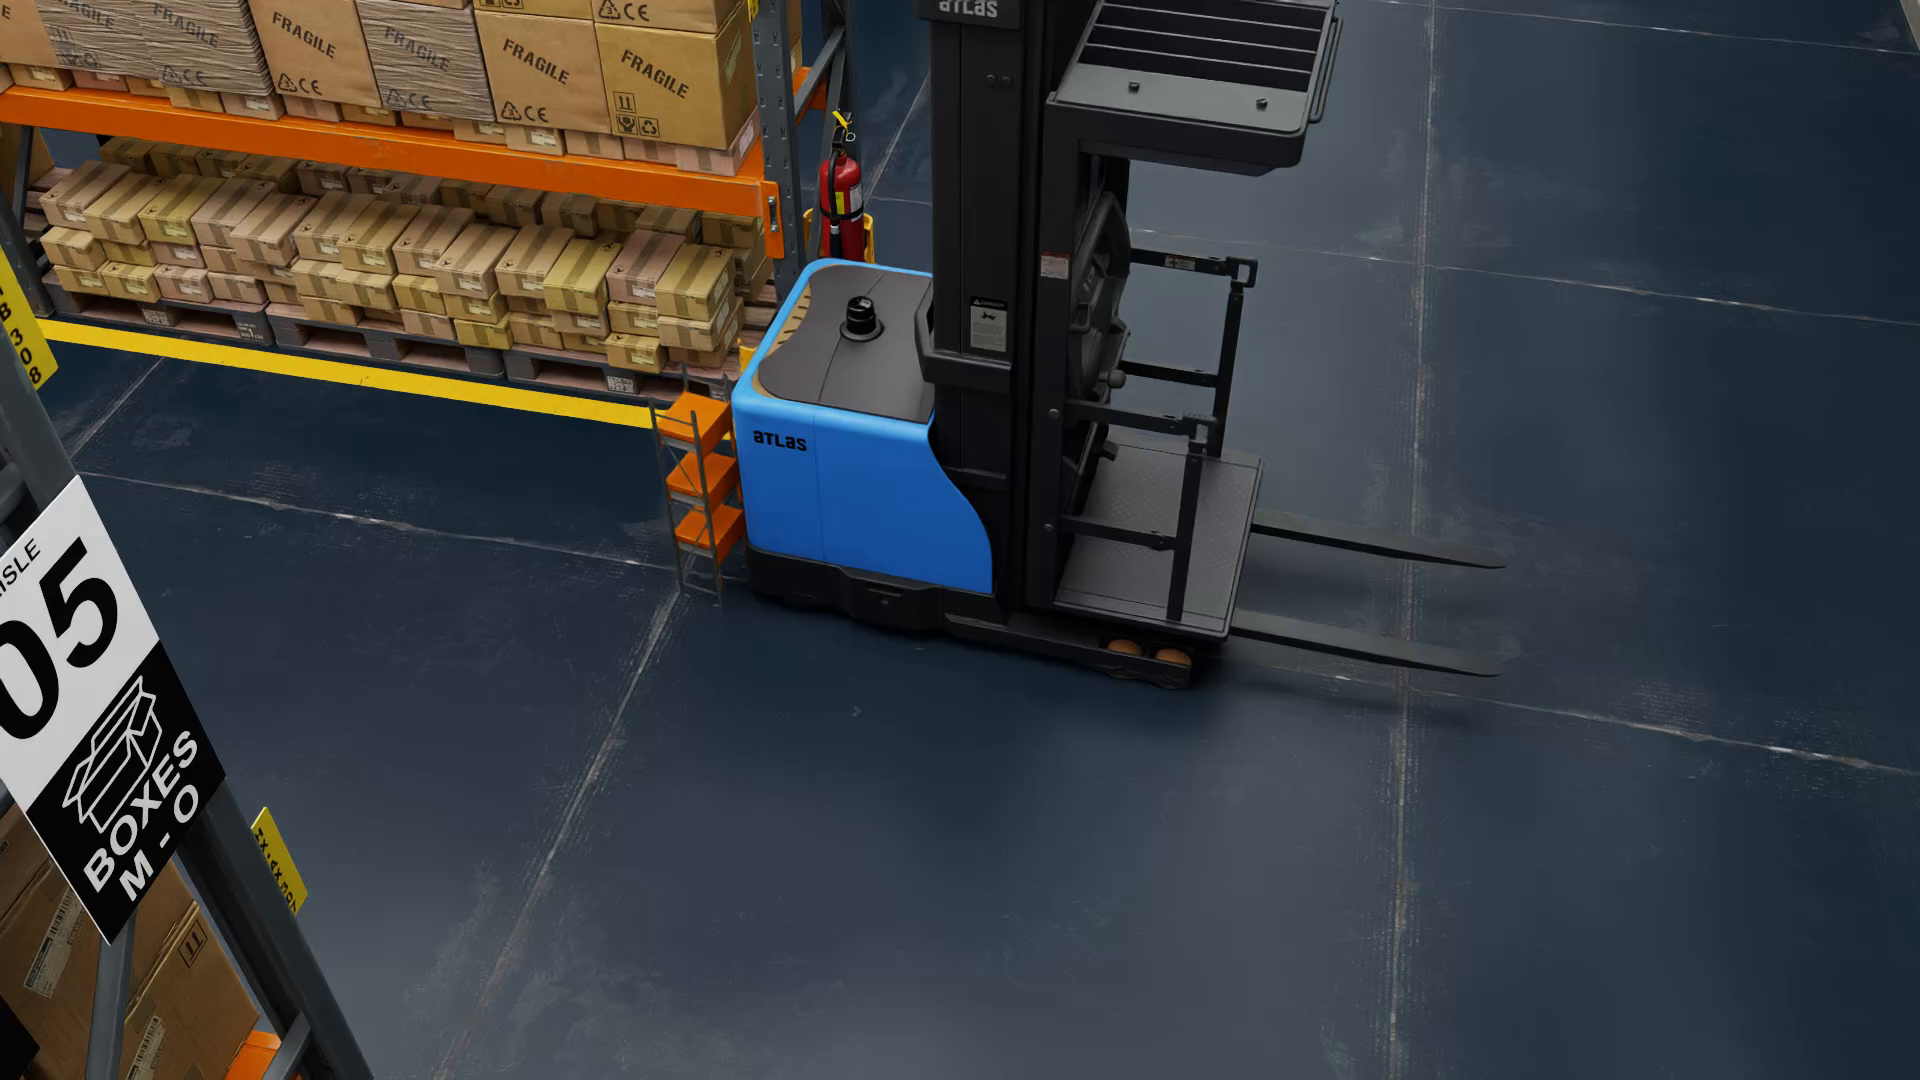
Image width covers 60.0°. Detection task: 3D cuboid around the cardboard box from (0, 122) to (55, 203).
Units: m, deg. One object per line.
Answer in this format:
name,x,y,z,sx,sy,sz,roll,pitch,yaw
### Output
cardboard box,-5.201,-2.080,8.708,0.500,0.500,0.500,10,45,11

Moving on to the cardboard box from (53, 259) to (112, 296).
cardboard box,-4.253,-1.390,8.244,0.250,0.149,0.380,7,44,7

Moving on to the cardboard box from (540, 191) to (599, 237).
cardboard box,-1.845,-1.647,8.082,0.250,0.149,0.380,7,44,7

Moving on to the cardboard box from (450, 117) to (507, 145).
cardboard box,-2.002,-1.873,7.174,0.250,0.149,0.380,7,44,7

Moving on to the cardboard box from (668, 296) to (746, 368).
cardboard box,-1.194,-0.995,7.834,0.250,0.149,0.380,10,45,10

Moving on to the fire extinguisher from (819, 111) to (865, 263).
fire extinguisher,-0.489,-1.420,6.847,0.183,0.674,0.296,9,45,9

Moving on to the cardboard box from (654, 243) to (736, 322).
cardboard box,-1.206,-1.179,7.596,0.250,0.149,0.380,9,45,10

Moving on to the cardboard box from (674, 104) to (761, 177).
cardboard box,-1.014,-1.700,6.994,0.250,0.149,0.380,9,45,9

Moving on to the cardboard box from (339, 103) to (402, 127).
cardboard box,-2.515,-1.984,7.289,0.250,0.149,0.380,10,45,10

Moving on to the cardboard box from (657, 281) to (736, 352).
cardboard box,-1.212,-1.050,7.677,0.250,0.149,0.380,8,44,8

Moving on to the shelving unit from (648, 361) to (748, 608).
shelving unit,-1.029,-0.203,6.662,0.215,1.050,0.252,16,46,17

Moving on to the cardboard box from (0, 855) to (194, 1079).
cardboard box,-2.023,0.771,3.453,0.500,0.500,0.500,8,44,8

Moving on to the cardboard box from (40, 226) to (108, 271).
cardboard box,-4.254,-1.498,8.142,0.250,0.149,0.380,11,45,11

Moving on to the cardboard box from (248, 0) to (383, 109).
cardboard box,-2.612,-2.204,7.050,0.500,0.500,0.500,11,45,11

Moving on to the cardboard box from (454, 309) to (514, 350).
cardboard box,-2.212,-1.088,7.931,0.250,0.149,0.380,7,44,7

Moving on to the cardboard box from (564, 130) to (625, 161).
cardboard box,-1.497,-1.791,7.089,0.250,0.149,0.380,8,45,9

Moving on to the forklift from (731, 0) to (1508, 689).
forklift,0.695,-0.877,6.008,3.031,2.935,1.130,11,45,11

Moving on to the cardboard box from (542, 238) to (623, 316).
cardboard box,-1.720,-1.210,7.628,0.250,0.149,0.380,8,44,8

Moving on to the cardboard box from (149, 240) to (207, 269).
cardboard box,-3.742,-1.508,8.152,0.250,0.149,0.380,9,45,9

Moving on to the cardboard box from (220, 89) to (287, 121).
cardboard box,-3.037,-2.017,7.323,0.250,0.149,0.380,11,45,11

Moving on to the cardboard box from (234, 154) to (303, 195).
cardboard box,-3.395,-1.862,8.305,0.250,0.149,0.380,10,45,10

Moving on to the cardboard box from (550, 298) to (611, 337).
cardboard box,-1.719,-1.128,7.757,0.250,0.149,0.380,7,44,7

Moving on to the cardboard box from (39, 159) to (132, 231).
cardboard box,-4.247,-1.684,8.121,0.250,0.149,0.380,11,45,11

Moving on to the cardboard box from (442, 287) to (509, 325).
cardboard box,-2.227,-1.198,7.830,0.250,0.149,0.380,9,45,10

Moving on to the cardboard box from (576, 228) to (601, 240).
cardboard box,-1.829,-1.586,8.233,0.250,0.149,0.380,10,45,10

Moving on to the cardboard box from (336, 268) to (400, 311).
cardboard box,-2.748,-1.272,7.907,0.250,0.149,0.380,9,45,9

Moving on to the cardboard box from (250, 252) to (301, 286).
cardboard box,-3.216,-1.407,8.048,0.250,0.149,0.380,11,45,11

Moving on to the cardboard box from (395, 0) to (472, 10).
cardboard box,-2.139,-2.486,6.622,0.500,0.500,0.500,11,45,11

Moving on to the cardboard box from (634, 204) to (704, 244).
cardboard box,-1.367,-1.540,7.971,0.250,0.149,0.380,10,45,10

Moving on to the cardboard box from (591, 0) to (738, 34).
cardboard box,-1.135,-2.337,6.467,0.500,0.500,0.500,8,44,8

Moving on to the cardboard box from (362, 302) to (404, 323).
cardboard box,-2.705,-1.233,8.080,0.250,0.149,0.380,10,45,10

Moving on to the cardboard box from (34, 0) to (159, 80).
cardboard box,-3.625,-2.366,7.218,0.500,0.500,0.500,9,45,9

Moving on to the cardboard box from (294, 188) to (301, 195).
cardboard box,-3.406,-1.771,8.426,0.250,0.149,0.380,9,45,9

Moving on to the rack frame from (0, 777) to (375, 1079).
rack frame,-1.617,1.433,3.558,0.127,3.000,1.000,9,45,9

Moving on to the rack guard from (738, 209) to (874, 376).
rack guard,-0.709,-1.043,7.933,0.348,0.500,1.175,9,45,9

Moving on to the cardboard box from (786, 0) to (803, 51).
cardboard box,-1.012,-2.330,7.182,0.500,0.500,0.500,11,45,11

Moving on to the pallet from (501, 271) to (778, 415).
pallet,-1.494,-1.086,8.186,1.213,0.211,1.003,9,45,9

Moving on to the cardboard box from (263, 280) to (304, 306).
cardboard box,-3.210,-1.325,8.177,0.250,0.149,0.380,7,44,7

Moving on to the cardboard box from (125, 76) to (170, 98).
cardboard box,-3.529,-2.144,7.456,0.250,0.149,0.380,7,44,7

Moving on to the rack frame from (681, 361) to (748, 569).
rack frame,-0.981,-0.281,6.743,0.200,1.050,0.008,16,46,17

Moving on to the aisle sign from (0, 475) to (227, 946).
aisle sign,-1.483,0.311,2.849,0.004,0.787,0.394,9,45,9

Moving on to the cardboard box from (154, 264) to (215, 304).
cardboard box,-3.739,-1.347,8.199,0.250,0.149,0.380,9,45,9

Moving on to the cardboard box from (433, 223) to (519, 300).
cardboard box,-2.233,-1.295,7.716,0.250,0.149,0.380,10,45,11

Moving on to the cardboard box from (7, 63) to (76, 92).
cardboard box,-4.065,-2.194,7.508,0.250,0.149,0.380,10,45,10

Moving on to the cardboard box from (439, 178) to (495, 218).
cardboard box,-2.360,-1.766,8.206,0.250,0.149,0.380,9,45,10

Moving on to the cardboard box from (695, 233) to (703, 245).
cardboard box,-1.345,-1.496,8.140,0.250,0.149,0.380,9,45,9

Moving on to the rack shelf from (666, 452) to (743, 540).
rack shelf,-1.029,-0.195,6.670,0.215,0.259,0.240,16,46,17

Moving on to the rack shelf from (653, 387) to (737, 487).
rack shelf,-1.030,-0.401,6.474,0.215,0.259,0.240,16,46,17

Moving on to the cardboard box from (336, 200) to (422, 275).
cardboard box,-2.728,-1.430,7.857,0.250,0.149,0.380,9,45,9

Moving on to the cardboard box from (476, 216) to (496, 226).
cardboard box,-2.383,-1.575,8.222,0.250,0.149,0.380,11,45,11

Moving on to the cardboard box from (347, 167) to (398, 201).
cardboard box,-2.845,-1.851,8.294,0.250,0.149,0.380,7,44,8

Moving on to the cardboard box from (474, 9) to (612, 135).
cardboard box,-1.631,-2.051,6.891,0.500,0.500,0.500,8,45,8

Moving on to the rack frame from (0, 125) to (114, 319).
rack frame,-4.538,-2.538,7.684,0.127,3.000,1.000,9,45,9

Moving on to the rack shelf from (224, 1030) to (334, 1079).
rack shelf,-3.568,1.389,4.122,4.000,0.370,1.077,9,45,9

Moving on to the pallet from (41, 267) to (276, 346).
pallet,-3.875,-1.456,8.570,1.213,0.211,1.003,9,45,9

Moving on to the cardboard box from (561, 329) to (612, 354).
cardboard box,-1.706,-1.064,7.905,0.250,0.149,0.380,9,45,9

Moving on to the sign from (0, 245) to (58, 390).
sign,-1.490,-0.366,2.577,0.005,0.325,0.100,9,45,9

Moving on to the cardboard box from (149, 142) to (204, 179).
cardboard box,-3.876,-1.987,8.435,0.250,0.149,0.380,9,45,10

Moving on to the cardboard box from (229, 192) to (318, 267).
cardboard box,-3.244,-1.479,7.908,0.250,0.149,0.380,10,45,10

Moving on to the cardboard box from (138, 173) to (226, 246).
cardboard box,-3.734,-1.597,8.030,0.250,0.149,0.380,8,45,8
